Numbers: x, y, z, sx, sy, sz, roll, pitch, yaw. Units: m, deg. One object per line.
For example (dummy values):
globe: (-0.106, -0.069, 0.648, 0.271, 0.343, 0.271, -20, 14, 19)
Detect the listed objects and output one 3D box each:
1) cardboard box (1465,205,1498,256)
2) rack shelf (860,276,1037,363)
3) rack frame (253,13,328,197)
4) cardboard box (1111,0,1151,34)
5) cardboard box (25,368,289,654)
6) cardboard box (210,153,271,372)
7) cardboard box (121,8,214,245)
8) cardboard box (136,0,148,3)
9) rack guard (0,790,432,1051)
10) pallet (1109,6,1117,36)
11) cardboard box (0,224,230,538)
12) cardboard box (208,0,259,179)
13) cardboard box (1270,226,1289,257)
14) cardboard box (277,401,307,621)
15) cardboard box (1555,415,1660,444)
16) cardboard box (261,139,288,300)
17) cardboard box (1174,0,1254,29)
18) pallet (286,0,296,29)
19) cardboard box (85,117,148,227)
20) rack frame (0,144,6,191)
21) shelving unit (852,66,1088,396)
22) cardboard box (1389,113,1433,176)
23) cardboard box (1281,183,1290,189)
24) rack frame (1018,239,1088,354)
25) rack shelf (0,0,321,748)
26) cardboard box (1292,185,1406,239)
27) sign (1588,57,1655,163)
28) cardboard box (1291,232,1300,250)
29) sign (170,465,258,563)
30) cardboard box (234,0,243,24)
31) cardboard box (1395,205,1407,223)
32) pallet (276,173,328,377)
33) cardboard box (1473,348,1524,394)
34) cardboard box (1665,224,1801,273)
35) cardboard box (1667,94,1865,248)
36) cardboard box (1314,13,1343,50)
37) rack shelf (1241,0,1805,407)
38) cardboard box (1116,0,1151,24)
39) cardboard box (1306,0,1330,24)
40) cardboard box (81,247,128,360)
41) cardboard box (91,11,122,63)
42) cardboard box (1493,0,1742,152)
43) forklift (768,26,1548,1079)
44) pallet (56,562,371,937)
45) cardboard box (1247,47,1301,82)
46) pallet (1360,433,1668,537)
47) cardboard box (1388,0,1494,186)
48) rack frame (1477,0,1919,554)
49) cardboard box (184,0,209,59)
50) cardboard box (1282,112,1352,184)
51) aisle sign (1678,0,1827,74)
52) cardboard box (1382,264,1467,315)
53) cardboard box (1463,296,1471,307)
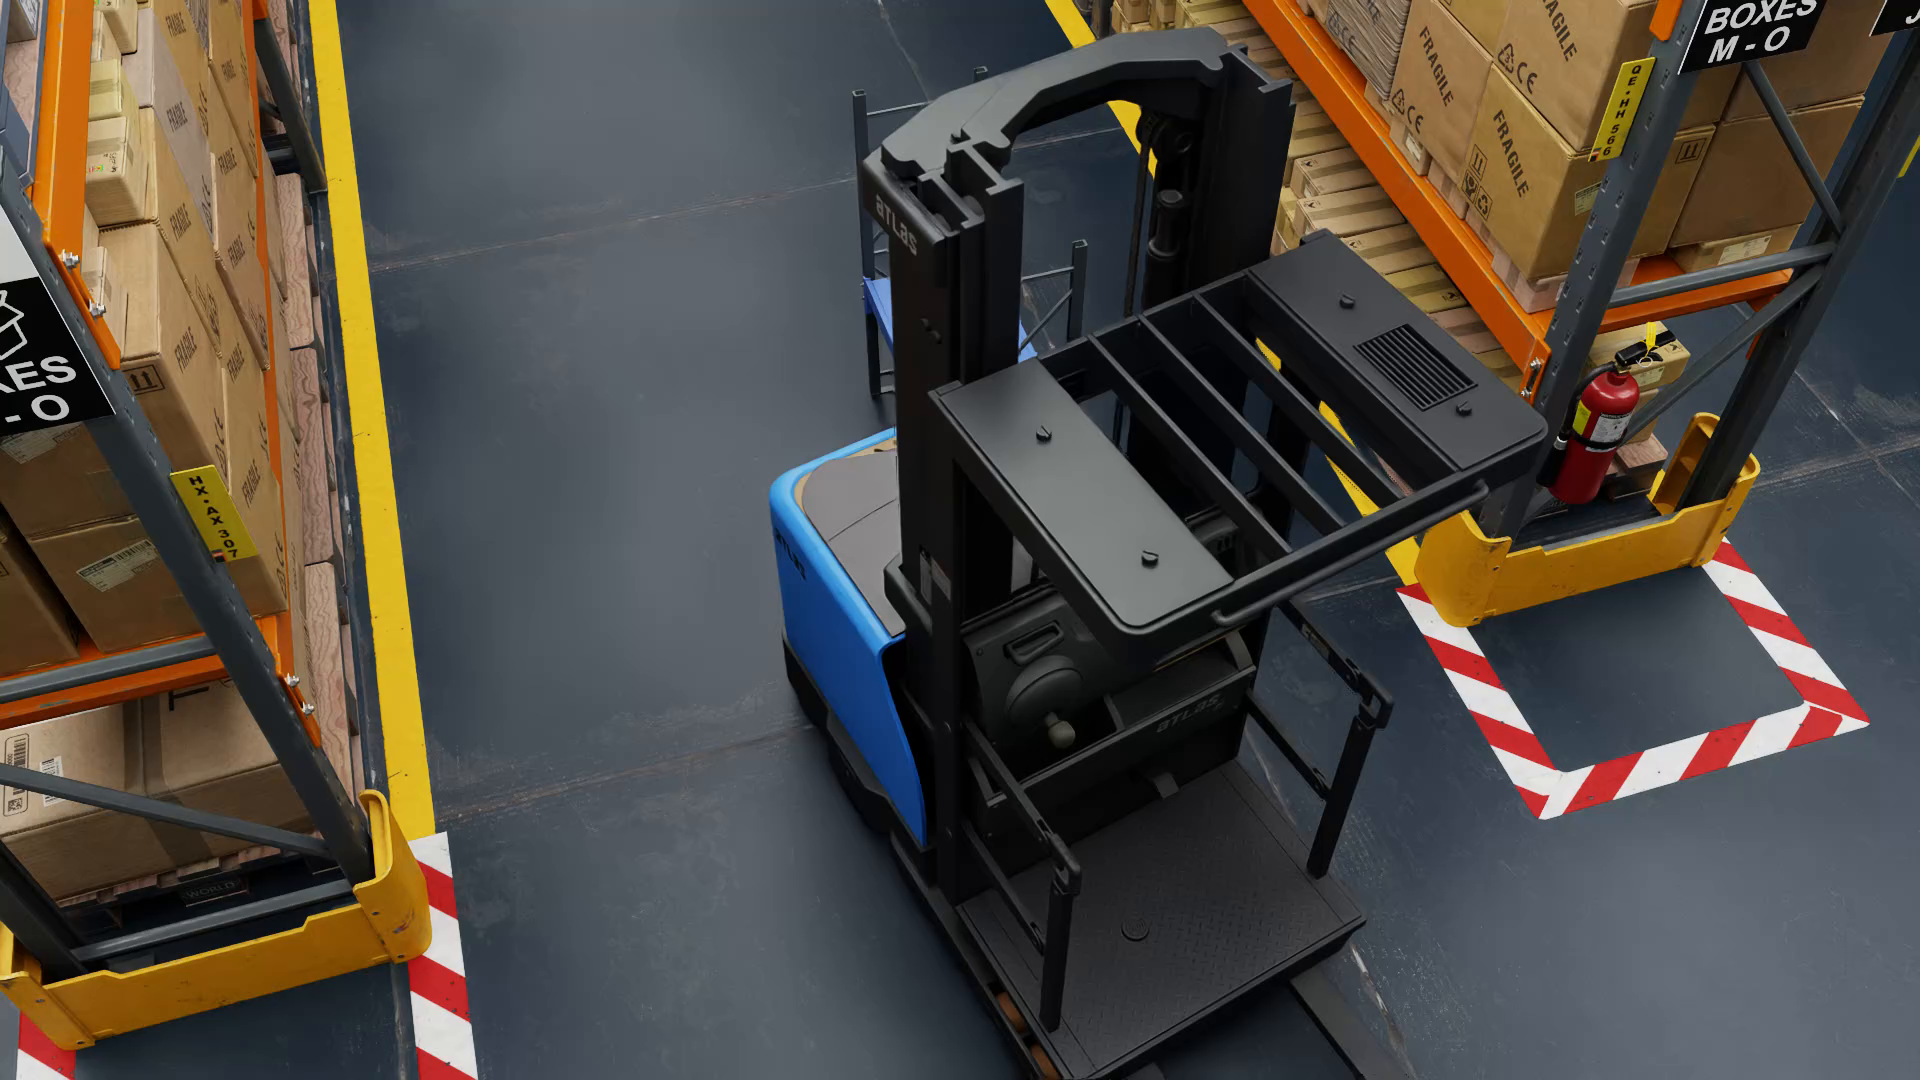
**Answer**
cardboard box: (1.968, -1.110, 5.678, 0.380, 0.149, 0.250, -13, 51, -11)
rack shelf: (0.015, -0.677, 6.365, 0.538, 0.185, 1.000, -14, 51, -11)
rack frame: (-3.510, -2.555, 6.731, 1.000, 3.000, 0.127, -13, 51, -11)
cardboard box: (0.990, -2.626, 8.381, 0.380, 0.149, 0.250, -15, 52, -13)
cardboard box: (-2.195, -0.081, 4.581, 0.500, 0.500, 0.500, -14, 51, -11)
cardboard box: (-2.504, -0.820, 5.203, 0.500, 0.500, 0.500, -14, 51, -11)
cardboard box: (-2.516, -1.153, 4.830, 0.500, 0.500, 0.500, -14, 51, -11)
cardboard box: (-2.586, -1.661, 4.834, 0.380, 0.149, 0.250, -14, 51, -12)
rack guard: (-2.320, 1.190, 5.210, 1.175, 0.500, 0.348, -13, 51, -11)
pallet: (1.421, -2.366, 8.397, 1.003, 0.211, 1.213, -13, 51, -11)
cardboard box: (-2.197, -0.403, 4.198, 0.500, 0.500, 0.500, -14, 51, -12)
cardboard box: (-2.808, -1.568, 5.834, 0.500, 0.500, 0.500, -14, 51, -12)
cardboard box: (1.566, -1.311, 7.273, 0.380, 0.149, 0.250, -12, 51, -10)
cardboard box: (-2.896, -0.069, 6.037, 0.875, 0.438, 0.875, -12, 51, -10)
cardboard box: (2.523, -0.498, 6.587, 0.380, 0.149, 0.250, -12, 51, -10)
cardboard box: (-3.427, -1.381, 7.143, 0.875, 0.438, 0.875, -14, 51, -12)
cardboard box: (1.240, -2.469, 7.860, 0.380, 0.149, 0.250, -14, 51, -11)
pallet: (-4.174, -3.095, 9.011, 1.003, 0.211, 1.213, -13, 51, -11)
cardboard box: (-2.280, -0.910, 4.201, 0.380, 0.149, 0.250, -12, 51, -10)
rack frame: (-2.327, -1.567, 1.975, 1.000, 3.000, 0.127, -13, 51, -11)
shelving unit: (0.015, -0.793, 6.227, 0.538, 1.500, 1.048, -14, 51, -11)
cardboard box: (1.781, -1.470, 5.982, 0.380, 0.149, 0.250, -12, 51, -10)
cardboard box: (1.456, -1.600, 7.322, 0.380, 0.149, 0.250, -13, 51, -11)
rack frame: (0.172, -0.423, 5.916, 0.500, 1.500, 0.032, -14, 51, -11)
rack shelf: (-2.918, -0.862, 5.775, 1.077, 0.370, 4.000, -13, 51, -11)
cardboard box: (1.607, -1.308, 6.881, 0.380, 0.149, 0.250, -12, 51, -10)
sign: (1.836, -1.190, 4.617, 0.100, 0.325, 0.005, -13, 51, -11)
cardboard box: (1.622, -1.214, 6.997, 0.380, 0.149, 0.250, -13, 51, -10)
sign: (-1.795, -0.059, 4.009, 0.100, 0.325, 0.005, -13, 51, -11)
cardboard box: (-3.129, -2.306, 6.456, 0.500, 0.500, 0.500, -13, 51, -11)
cardboard box: (2.017, -1.524, 7.258, 0.380, 0.149, 0.250, -11, 51, -9)
pallet: (-3.360, -1.083, 7.315, 1.003, 0.211, 1.213, -13, 51, -11)
cardboard box: (1.973, -0.564, 6.254, 0.380, 0.149, 0.250, -13, 51, -11)
cardboard box: (2.589, -1.056, 5.632, 0.380, 0.149, 0.250, -14, 51, -11)
cardboard box: (2.503, -1.345, 5.451, 0.500, 0.500, 0.500, -11, 51, -9)
cardboard box: (1.615, -2.070, 6.487, 0.380, 0.149, 0.250, -13, 51, -10)
rack shelf: (1.780, -2.055, 6.781, 1.077, 0.370, 4.000, -13, 51, -11)
cardboard box: (0.990, -2.723, 8.269, 0.380, 0.149, 0.250, -11, 51, -9)
cardboard box: (1.549, -2.336, 6.287, 0.500, 0.500, 0.500, -11, 51, -9)
cardboard box: (-2.167, -0.519, 3.871, 0.380, 0.149, 0.250, -12, 51, -10)
cardboard box: (-2.503, -1.278, 4.511, 0.380, 0.149, 0.250, -13, 51, -11)
cardboard box: (1.999, -1.555, 4.974, 0.500, 0.500, 0.500, -14, 51, -12)
forklift: (0.552, 0.338, 4.337, 1.130, 2.935, 3.031, -24, 54, -19)
pallet: (-2.638, 0.699, 5.812, 1.003, 0.211, 1.213, -13, 51, -11)
cardboard box: (1.336, -2.080, 7.532, 0.380, 0.149, 0.250, -12, 51, -10)
pallet: (2.143, -0.584, 6.894, 1.003, 0.211, 1.213, -13, 51, -11)
cardboard box: (1.846, -1.602, 5.668, 0.500, 0.500, 0.500, -14, 51, -12)
rack frame: (2.372, -0.826, 5.274, 1.000, 3.000, 0.127, -13, 51, -11)
cardboard box: (-2.805, -1.885, 5.447, 0.500, 0.500, 0.500, -13, 51, -10)
cardboard box: (1.531, -1.710, 7.220, 0.380, 0.149, 0.250, -13, 51, -11)
aisle sign: (2.107, -1.543, 4.178, 0.394, 0.787, 0.004, -13, 51, -11)
cardboard box: (1.756, -0.921, 6.555, 0.380, 0.149, 0.250, -14, 51, -12)
cardboard box: (2.278, -0.951, 6.775, 0.380, 0.149, 0.250, -13, 51, -11)
